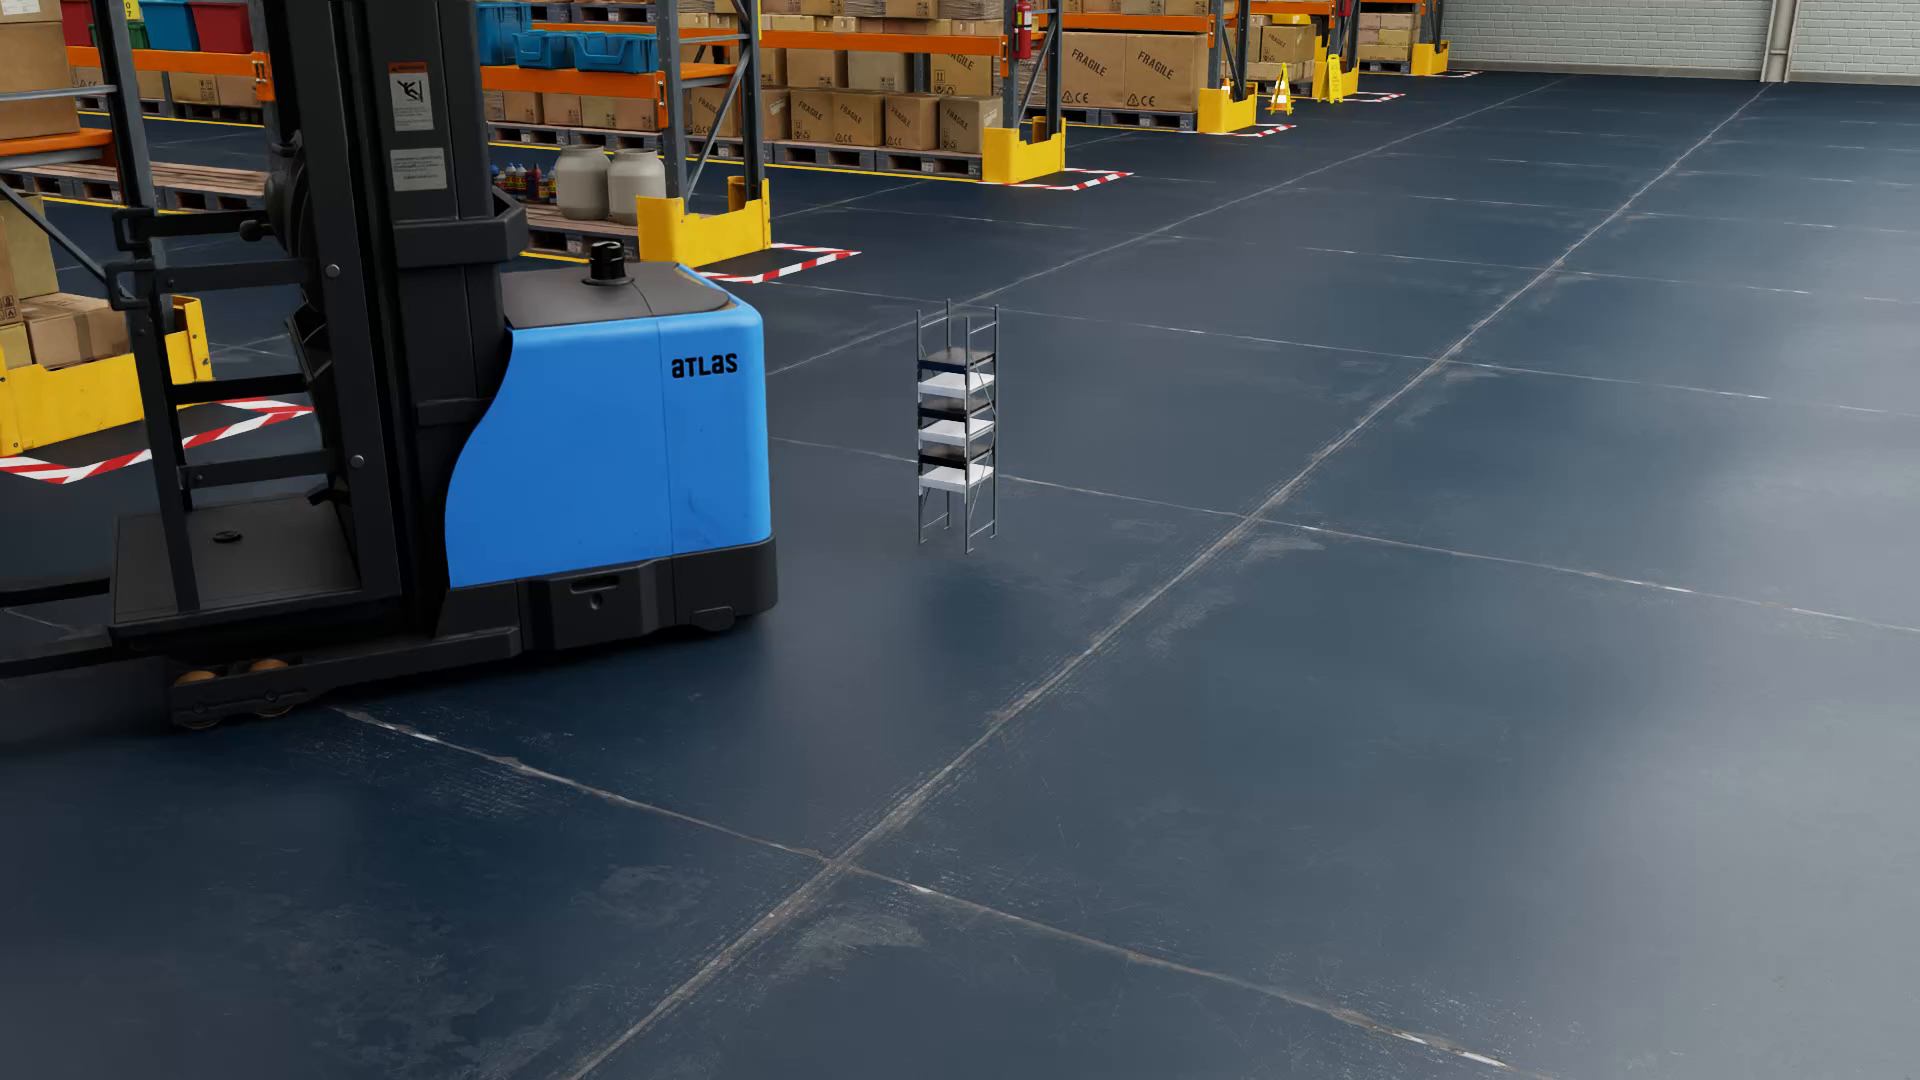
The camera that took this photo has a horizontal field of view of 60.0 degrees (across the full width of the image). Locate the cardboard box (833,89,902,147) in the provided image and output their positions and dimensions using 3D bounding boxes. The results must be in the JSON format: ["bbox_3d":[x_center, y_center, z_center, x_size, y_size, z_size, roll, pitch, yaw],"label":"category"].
[{"bbox_3d":[-0.924,-4.253,16.740,0.500,0.500,0.500,13,24,32],"label":"cardboard box"}]

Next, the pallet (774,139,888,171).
[{"bbox_3d":[-1.130,-3.973,17.009,1.213,0.211,1.003,11,23,27],"label":"pallet"}]

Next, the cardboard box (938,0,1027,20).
[{"bbox_3d":[0.222,-5.209,15.744,0.500,0.500,0.875,11,23,27],"label":"cardboard box"}]

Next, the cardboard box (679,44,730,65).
[{"bbox_3d":[-3.300,-6.725,23.188,0.750,0.750,1.050,10,22,27],"label":"cardboard box"}]

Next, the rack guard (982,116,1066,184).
[{"bbox_3d":[0.623,-3.760,15.998,0.348,0.500,1.175,11,23,27],"label":"rack guard"}]

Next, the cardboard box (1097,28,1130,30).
[{"bbox_3d":[2.413,-7.617,25.281,0.500,0.500,0.500,12,23,30],"label":"cardboard box"}]

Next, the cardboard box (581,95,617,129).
[{"bbox_3d":[-3.736,-4.813,18.255,0.500,0.500,0.700,11,22,27],"label":"cardboard box"}]

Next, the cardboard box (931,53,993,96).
[{"bbox_3d":[0.219,-6.121,21.340,0.875,0.875,0.875,11,23,28],"label":"cardboard box"}]

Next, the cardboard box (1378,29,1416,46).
[{"bbox_3d":[7.362,-8.479,28.024,0.500,0.250,0.500,10,22,27],"label":"cardboard box"}]

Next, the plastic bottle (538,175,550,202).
[{"bbox_3d":[-3.248,-2.751,13.008,0.097,0.201,0.097,0,20,0],"label":"plastic bottle"}]

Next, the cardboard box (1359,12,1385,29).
[{"bbox_3d":[6.937,-8.793,28.156,0.500,0.250,0.500,11,23,28],"label":"cardboard box"}]

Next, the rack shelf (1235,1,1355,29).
[{"bbox_3d":[3.776,-7.867,24.709,4.000,0.370,1.077,11,23,27],"label":"rack shelf"}]

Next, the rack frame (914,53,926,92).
[{"bbox_3d":[-0.296,-7.048,21.395,0.127,3.000,1.000,11,23,27],"label":"rack frame"}]

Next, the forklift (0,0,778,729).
[{"bbox_3d":[-2.171,-1.031,4.910,3.031,2.935,1.130,-9,22,-23],"label":"forklift"}]

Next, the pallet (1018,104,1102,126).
[{"bbox_3d":[1.399,-5.384,20.899,1.213,0.211,1.003,11,23,27],"label":"pallet"}]

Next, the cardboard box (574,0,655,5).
[{"bbox_3d":[-3.428,-6.241,17.676,1.000,1.000,1.000,11,23,28],"label":"cardboard box"}]

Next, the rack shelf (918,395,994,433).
[{"bbox_3d":[-0.007,-0.478,6.196,0.200,0.077,0.258,11,23,27],"label":"rack shelf"}]

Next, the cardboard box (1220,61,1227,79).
[{"bbox_3d":[3.777,-7.006,24.696,0.500,0.250,0.500,10,22,25],"label":"cardboard box"}]

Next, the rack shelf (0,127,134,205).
[{"bbox_3d":[-5.891,-1.968,8.448,4.000,0.370,1.077,11,23,27],"label":"rack shelf"}]

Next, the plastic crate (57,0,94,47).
[{"bbox_3d":[-7.449,-4.449,14.137,0.583,0.464,0.402,11,23,27],"label":"plastic crate"}]

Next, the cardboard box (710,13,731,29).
[{"bbox_3d":[-2.318,-5.266,16.851,0.250,0.149,0.380,11,23,27],"label":"cardboard box"}]

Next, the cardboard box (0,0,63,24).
[{"bbox_3d":[-4.383,-2.455,7.637,0.250,0.149,0.380,11,22,27],"label":"cardboard box"}]

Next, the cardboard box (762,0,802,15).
[{"bbox_3d":[-1.535,-5.535,16.641,0.500,0.500,0.875,11,23,27],"label":"cardboard box"}]

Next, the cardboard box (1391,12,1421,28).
[{"bbox_3d":[7.612,-8.862,28.348,0.500,0.250,0.500,10,22,26],"label":"cardboard box"}]

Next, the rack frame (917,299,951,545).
[{"bbox_3d":[-0.096,-0.441,6.262,0.006,0.900,0.240,11,23,27],"label":"rack frame"}]

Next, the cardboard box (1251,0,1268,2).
[{"bbox_3d":[4.363,-7.845,23.962,0.250,0.149,0.380,11,23,28],"label":"cardboard box"}]

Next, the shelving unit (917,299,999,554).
[{"bbox_3d":[-0.007,-0.424,6.215,0.210,0.900,0.258,11,23,27],"label":"shelving unit"}]

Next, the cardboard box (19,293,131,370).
[{"bbox_3d":[-4.505,-1.034,8.234,0.500,0.250,0.500,11,23,27],"label":"cardboard box"}]

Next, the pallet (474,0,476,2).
[{"bbox_3d":[-5.621,-6.076,18.998,1.003,0.211,1.213,11,23,27],"label":"pallet"}]

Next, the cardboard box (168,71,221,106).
[{"bbox_3d":[-9.219,-6.016,21.052,0.875,0.875,1.225,11,23,27],"label":"cardboard box"}]

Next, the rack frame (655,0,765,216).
[{"bbox_3d":[-1.726,-3.448,11.472,0.127,3.000,1.000,11,23,27],"label":"rack frame"}]

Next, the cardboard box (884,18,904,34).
[{"bbox_3d":[-0.531,-4.958,16.004,0.250,0.149,0.380,11,23,27],"label":"cardboard box"}]

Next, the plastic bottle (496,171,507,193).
[{"bbox_3d":[-3.630,-2.824,13.209,0.097,0.201,0.097,0,20,0],"label":"plastic bottle"}]

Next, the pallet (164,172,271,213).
[{"bbox_3d":[-5.923,-2.921,14.109,1.213,0.211,1.003,11,23,27],"label":"pallet"}]

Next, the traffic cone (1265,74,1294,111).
[{"bbox_3d":[4.273,-5.981,22.174,0.334,0.463,0.336,11,23,27],"label":"traffic cone"}]

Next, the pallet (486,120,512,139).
[{"bbox_3d":[-5.614,-4.812,19.320,1.213,0.211,1.003,11,23,27],"label":"pallet"}]

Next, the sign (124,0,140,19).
[{"bbox_3d":[-3.870,-2.582,7.700,0.005,0.325,0.100,11,23,27],"label":"sign"}]

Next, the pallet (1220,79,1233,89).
[{"bbox_3d":[3.703,-6.923,25.142,1.213,0.211,1.003,11,23,27],"label":"pallet"}]

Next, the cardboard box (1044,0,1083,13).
[{"bbox_3d":[1.449,-6.792,20.471,0.500,0.550,0.875,11,23,27],"label":"cardboard box"}]

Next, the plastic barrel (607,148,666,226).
[{"bbox_3d":[-2.338,-2.563,12.063,0.421,0.512,0.421,0,20,0],"label":"plastic barrel"}]

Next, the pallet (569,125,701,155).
[{"bbox_3d":[-3.483,-4.406,18.202,1.213,0.211,1.003,11,23,27],"label":"pallet"}]

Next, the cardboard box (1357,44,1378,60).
[{"bbox_3d":[6.946,-8.325,28.334,0.500,0.250,0.500,11,23,27],"label":"cardboard box"}]

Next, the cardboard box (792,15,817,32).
[{"bbox_3d":[-1.446,-5.099,16.391,0.250,0.149,0.380,11,23,27],"label":"cardboard box"}]

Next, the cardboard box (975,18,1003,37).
[{"bbox_3d":[0.340,-4.790,15.541,0.250,0.149,0.380,11,23,27],"label":"cardboard box"}]

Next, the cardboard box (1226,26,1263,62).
[{"bbox_3d":[4.238,-7.271,24.329,0.500,0.500,0.500,12,23,29],"label":"cardboard box"}]

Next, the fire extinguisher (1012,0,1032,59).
[{"bbox_3d":[0.564,-4.730,15.119,0.183,0.674,0.296,11,23,27],"label":"fire extinguisher"}]

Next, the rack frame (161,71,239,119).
[{"bbox_3d":[-9.787,-6.918,21.038,0.127,3.000,1.000,11,23,27],"label":"rack frame"}]
